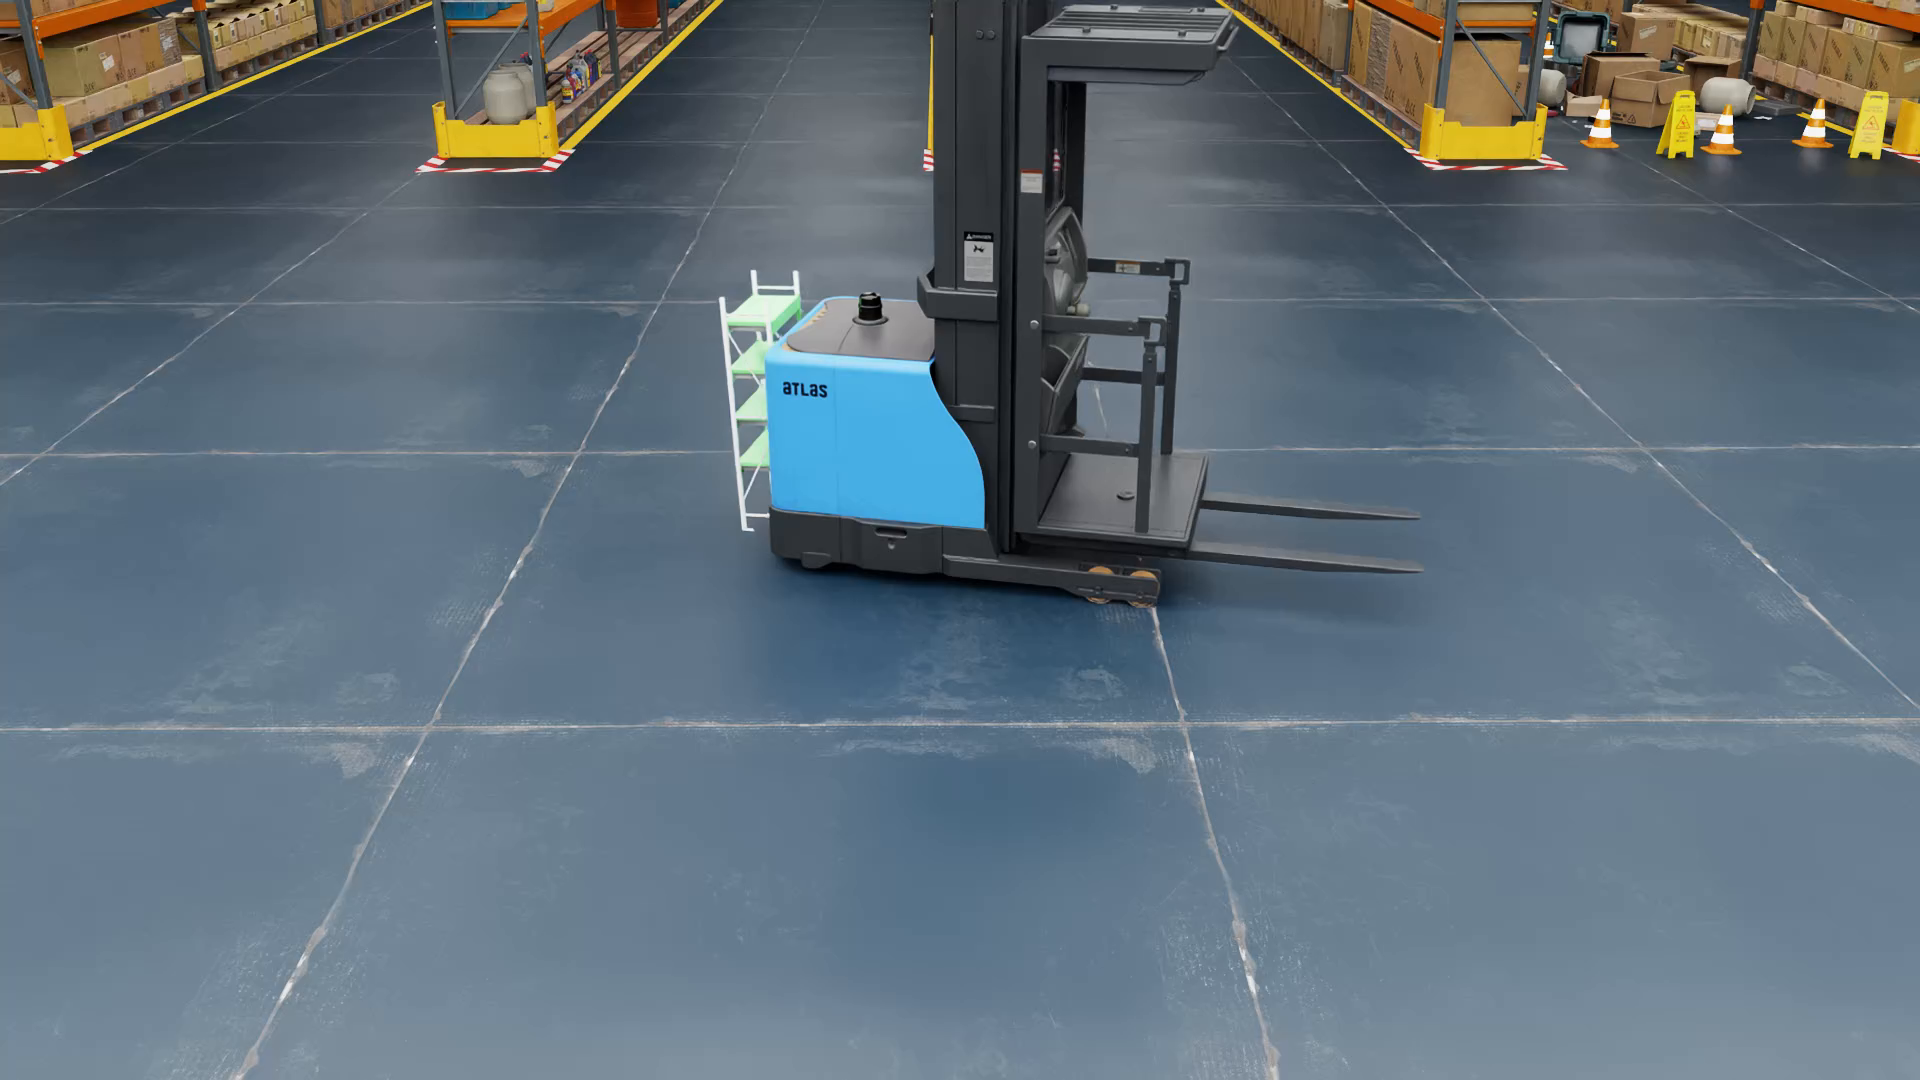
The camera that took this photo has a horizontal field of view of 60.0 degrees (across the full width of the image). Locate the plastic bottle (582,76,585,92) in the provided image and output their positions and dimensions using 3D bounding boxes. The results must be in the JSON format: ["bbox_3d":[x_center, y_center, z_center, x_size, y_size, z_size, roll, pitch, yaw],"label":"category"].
[{"bbox_3d":[-4.362,-5.250,19.080,0.097,0.201,0.097,0,24,0],"label":"plastic bottle"}]

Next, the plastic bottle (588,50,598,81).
[{"bbox_3d":[-4.394,-5.646,19.774,0.144,0.351,0.185,-1,24,-2],"label":"plastic bottle"}]

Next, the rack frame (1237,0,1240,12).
[{"bbox_3d":[5.137,-10.216,27.198,1.000,3.000,0.127,0,24,-1],"label":"rack frame"}]

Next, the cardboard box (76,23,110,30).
[{"bbox_3d":[-9.939,-5.571,18.846,0.500,0.500,0.500,0,24,-1],"label":"cardboard box"}]

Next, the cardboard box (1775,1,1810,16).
[{"bbox_3d":[9.851,-6.263,19.588,0.380,0.149,0.250,0,24,0],"label":"cardboard box"}]

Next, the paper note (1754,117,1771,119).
[{"bbox_3d":[9.061,-4.764,18.747,0.142,0.019,0.148,-9,26,-19],"label":"paper note"}]

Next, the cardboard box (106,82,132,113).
[{"bbox_3d":[-9.396,-4.820,18.095,0.500,0.250,0.500,0,24,-1],"label":"cardboard box"}]

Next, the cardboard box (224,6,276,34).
[{"bbox_3d":[-9.416,-6.895,22.001,0.500,0.311,0.500,0,24,1],"label":"cardboard box"}]

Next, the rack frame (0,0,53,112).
[{"bbox_3d":[-9.599,-5.248,16.213,1.000,3.000,0.127,0,24,-1],"label":"rack frame"}]

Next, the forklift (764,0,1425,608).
[{"bbox_3d":[0.666,-1.267,7.494,3.031,2.935,1.130,5,25,12],"label":"forklift"}]

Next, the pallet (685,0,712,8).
[{"bbox_3d":[-4.823,-9.245,28.436,1.003,0.211,1.213,0,24,-1],"label":"pallet"}]

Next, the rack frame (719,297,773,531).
[{"bbox_3d":[-0.997,-0.594,8.096,0.240,1.200,0.015,3,24,11],"label":"rack frame"}]

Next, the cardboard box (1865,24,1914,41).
[{"bbox_3d":[9.876,-5.391,17.659,0.380,0.149,0.250,0,24,1],"label":"cardboard box"}]

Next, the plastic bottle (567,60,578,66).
[{"bbox_3d":[-4.540,-5.522,19.590,0.152,0.276,0.135,0,24,-1],"label":"plastic bottle"}]

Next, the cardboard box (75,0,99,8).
[{"bbox_3d":[-9.601,-5.907,17.548,0.700,0.500,0.500,0,24,0],"label":"cardboard box"}]

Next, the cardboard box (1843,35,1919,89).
[{"bbox_3d":[9.938,-5.159,17.934,0.500,0.500,0.500,1,24,1],"label":"cardboard box"}]

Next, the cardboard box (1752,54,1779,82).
[{"bbox_3d":[9.909,-5.678,19.990,0.500,0.250,0.500,-1,24,-3],"label":"cardboard box"}]

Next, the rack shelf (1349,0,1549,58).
[{"bbox_3d":[5.246,-5.768,18.235,1.077,0.370,4.000,0,24,-1],"label":"rack shelf"}]

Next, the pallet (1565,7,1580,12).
[{"bbox_3d":[10.185,-8.188,26.097,1.003,0.211,1.213,0,24,-1],"label":"pallet"}]

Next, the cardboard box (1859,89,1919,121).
[{"bbox_3d":[9.938,-4.615,17.642,0.500,0.250,0.500,0,24,-1],"label":"cardboard box"}]

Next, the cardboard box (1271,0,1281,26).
[{"bbox_3d":[4.912,-7.890,24.579,0.500,0.500,0.500,0,24,-1],"label":"cardboard box"}]

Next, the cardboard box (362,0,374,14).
[{"bbox_3d":[-9.428,-8.432,25.753,0.500,0.500,0.500,-1,24,-2],"label":"cardboard box"}]

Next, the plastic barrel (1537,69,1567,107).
[{"bbox_3d":[6.770,-5.285,19.422,0.512,0.421,0.421,19,30,35],"label":"plastic barrel"}]

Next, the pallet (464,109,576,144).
[{"bbox_3d":[-4.697,-4.364,17.642,1.003,0.211,1.213,0,24,-1],"label":"pallet"}]

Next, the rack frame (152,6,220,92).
[{"bbox_3d":[-9.642,-6.896,19.857,1.000,3.000,0.127,0,24,-1],"label":"rack frame"}]

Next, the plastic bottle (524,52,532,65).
[{"bbox_3d":[-5.096,-5.576,19.618,0.144,0.351,0.185,0,24,1],"label":"plastic bottle"}]

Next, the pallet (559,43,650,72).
[{"bbox_3d":[-4.753,-6.473,22.307,1.003,0.211,1.213,0,24,-1],"label":"pallet"}]

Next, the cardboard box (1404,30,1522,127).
[{"bbox_3d":[5.194,-4.774,17.233,0.875,0.875,0.875,0,24,0],"label":"cardboard box"}]

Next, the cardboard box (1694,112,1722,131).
[{"bbox_3d":[8.182,-4.567,18.167,0.380,0.149,0.250,13,27,27],"label":"cardboard box"}]

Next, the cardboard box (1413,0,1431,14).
[{"bbox_3d":[5.191,-5.719,17.072,0.875,0.550,0.550,0,24,-1],"label":"cardboard box"}]

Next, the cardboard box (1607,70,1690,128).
[{"bbox_3d":[7.666,-4.910,18.496,0.797,0.503,0.637,-19,31,-36],"label":"cardboard box"}]

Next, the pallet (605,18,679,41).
[{"bbox_3d":[-4.783,-7.619,24.840,1.003,0.211,1.213,0,24,-1],"label":"pallet"}]

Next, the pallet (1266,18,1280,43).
[{"bbox_3d":[5.173,-7.619,24.840,1.003,0.211,1.213,0,24,-1],"label":"pallet"}]

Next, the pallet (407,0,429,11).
[{"bbox_3d":[-9.736,-9.205,28.346,1.003,0.211,1.213,0,24,-1],"label":"pallet"}]

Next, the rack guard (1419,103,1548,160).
[{"bbox_3d":[5.268,-4.122,16.758,1.175,0.500,0.348,0,24,-1],"label":"rack guard"}]

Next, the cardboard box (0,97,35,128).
[{"bbox_3d":[-9.900,-4.406,17.178,0.500,0.250,0.500,0,24,-1],"label":"cardboard box"}]

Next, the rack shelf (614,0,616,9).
[{"bbox_3d":[-4.711,-7.413,21.873,1.077,0.370,4.000,0,24,-1],"label":"rack shelf"}]

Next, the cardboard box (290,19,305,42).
[{"bbox_3d":[-9.427,-7.055,23.035,0.500,0.250,0.500,-1,24,-1],"label":"cardboard box"}]

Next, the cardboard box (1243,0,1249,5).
[{"bbox_3d":[4.880,-8.963,26.951,0.500,0.500,0.500,1,24,1],"label":"cardboard box"}]

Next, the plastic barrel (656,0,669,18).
[{"bbox_3d":[-4.768,-8.324,25.432,0.600,0.588,0.708,0,24,-1],"label":"plastic barrel"}]

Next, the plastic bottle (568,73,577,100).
[{"bbox_3d":[-4.338,-5.073,18.589,0.061,0.283,0.133,0,24,0],"label":"plastic bottle"}]

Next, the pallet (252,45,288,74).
[{"bbox_3d":[-9.706,-6.433,22.217,1.003,0.211,1.213,0,24,-1],"label":"pallet"}]

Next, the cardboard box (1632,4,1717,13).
[{"bbox_3d":[10.125,-7.393,23.635,0.950,0.372,0.625,-2,24,-4],"label":"cardboard box"}]

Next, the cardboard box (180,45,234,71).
[{"bbox_3d":[-9.399,-6.002,20.707,0.500,0.250,0.500,-1,24,-2],"label":"cardboard box"}]

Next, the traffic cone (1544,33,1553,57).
[{"bbox_3d":[7.756,-6.447,21.943,0.336,0.463,0.334,0,24,-1],"label":"traffic cone"}]

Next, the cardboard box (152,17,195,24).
[{"bbox_3d":[-9.946,-6.470,21.062,0.500,0.311,0.500,0,24,1],"label":"cardboard box"}]

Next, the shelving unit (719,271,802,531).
[{"bbox_3d":[-0.949,-0.693,8.314,0.258,1.200,0.503,3,24,11],"label":"shelving unit"}]

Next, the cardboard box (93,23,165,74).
[{"bbox_3d":[-9.416,-5.574,18.851,0.500,0.500,0.500,0,24,-1],"label":"cardboard box"}]

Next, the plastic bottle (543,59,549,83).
[{"bbox_3d":[-4.951,-5.576,19.620,0.144,0.351,0.185,0,24,-1],"label":"plastic bottle"}]

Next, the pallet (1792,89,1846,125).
[{"bbox_3d":[10.232,-4.932,18.899,1.003,0.211,1.213,0,24,-1],"label":"pallet"}]
